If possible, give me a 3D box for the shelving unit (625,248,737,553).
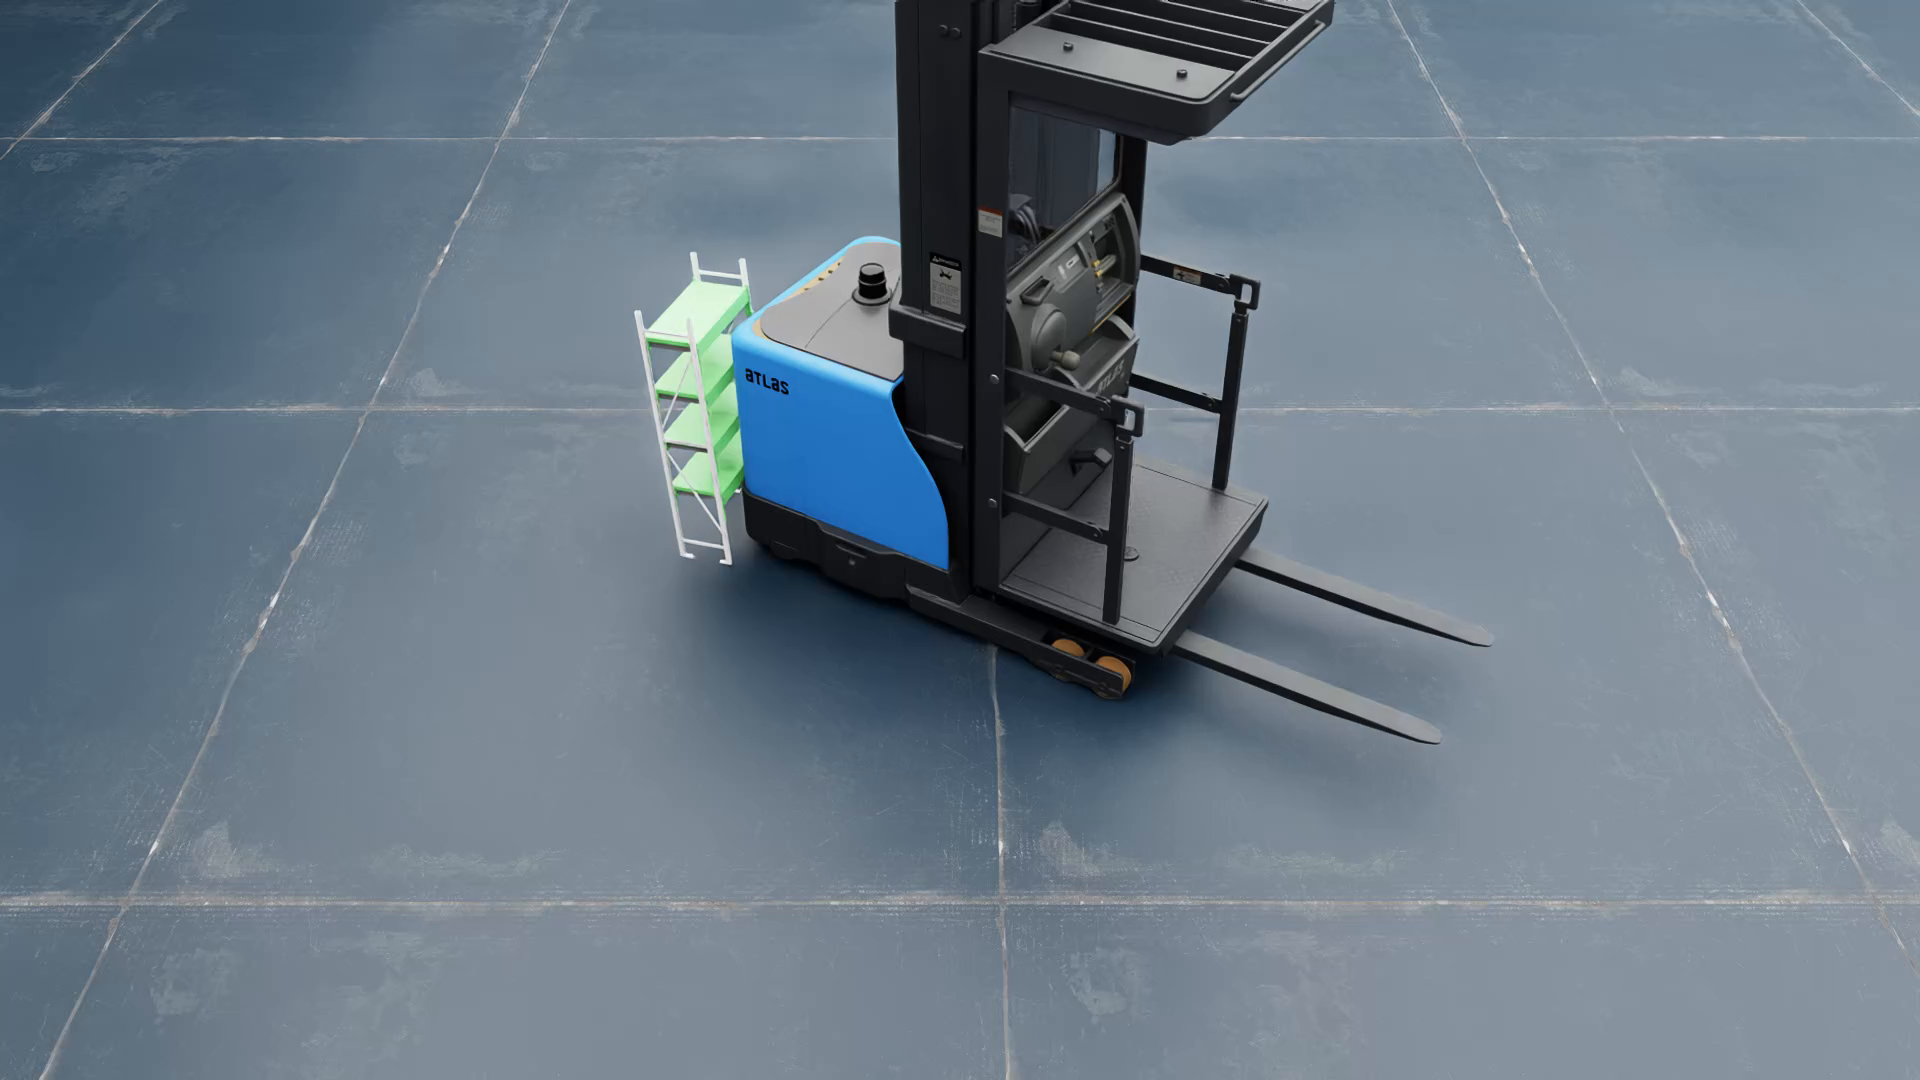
[{"bbox_3d":[-1.120,-0.569,6.987,0.258,1.200,0.503,0,39,6],"label":"shelving unit"}]

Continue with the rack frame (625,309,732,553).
[{"bbox_3d":[-1.140,-0.417,6.797,0.240,1.200,0.015,0,39,6],"label":"rack frame"}]

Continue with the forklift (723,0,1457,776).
[{"bbox_3d":[0.488,-0.896,6.025,3.031,2.935,1.130,27,46,29],"label":"forklift"}]

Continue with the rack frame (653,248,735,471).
[{"bbox_3d":[-1.100,-0.721,7.177,0.240,1.200,0.015,0,39,6],"label":"rack frame"}]

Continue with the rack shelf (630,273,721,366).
[{"bbox_3d":[-1.147,-0.894,6.730,0.258,0.148,0.480,0,39,6],"label":"rack shelf"}]

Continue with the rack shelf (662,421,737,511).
[{"bbox_3d":[-1.101,-0.331,7.176,0.258,0.148,0.480,0,39,6],"label":"rack shelf"}]

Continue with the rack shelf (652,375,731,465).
[{"bbox_3d":[-1.116,-0.519,7.027,0.258,0.148,0.480,0,39,6],"label":"rack shelf"}]

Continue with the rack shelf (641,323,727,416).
[{"bbox_3d":[-1.131,-0.706,6.878,0.258,0.148,0.480,0,39,6],"label":"rack shelf"}]
